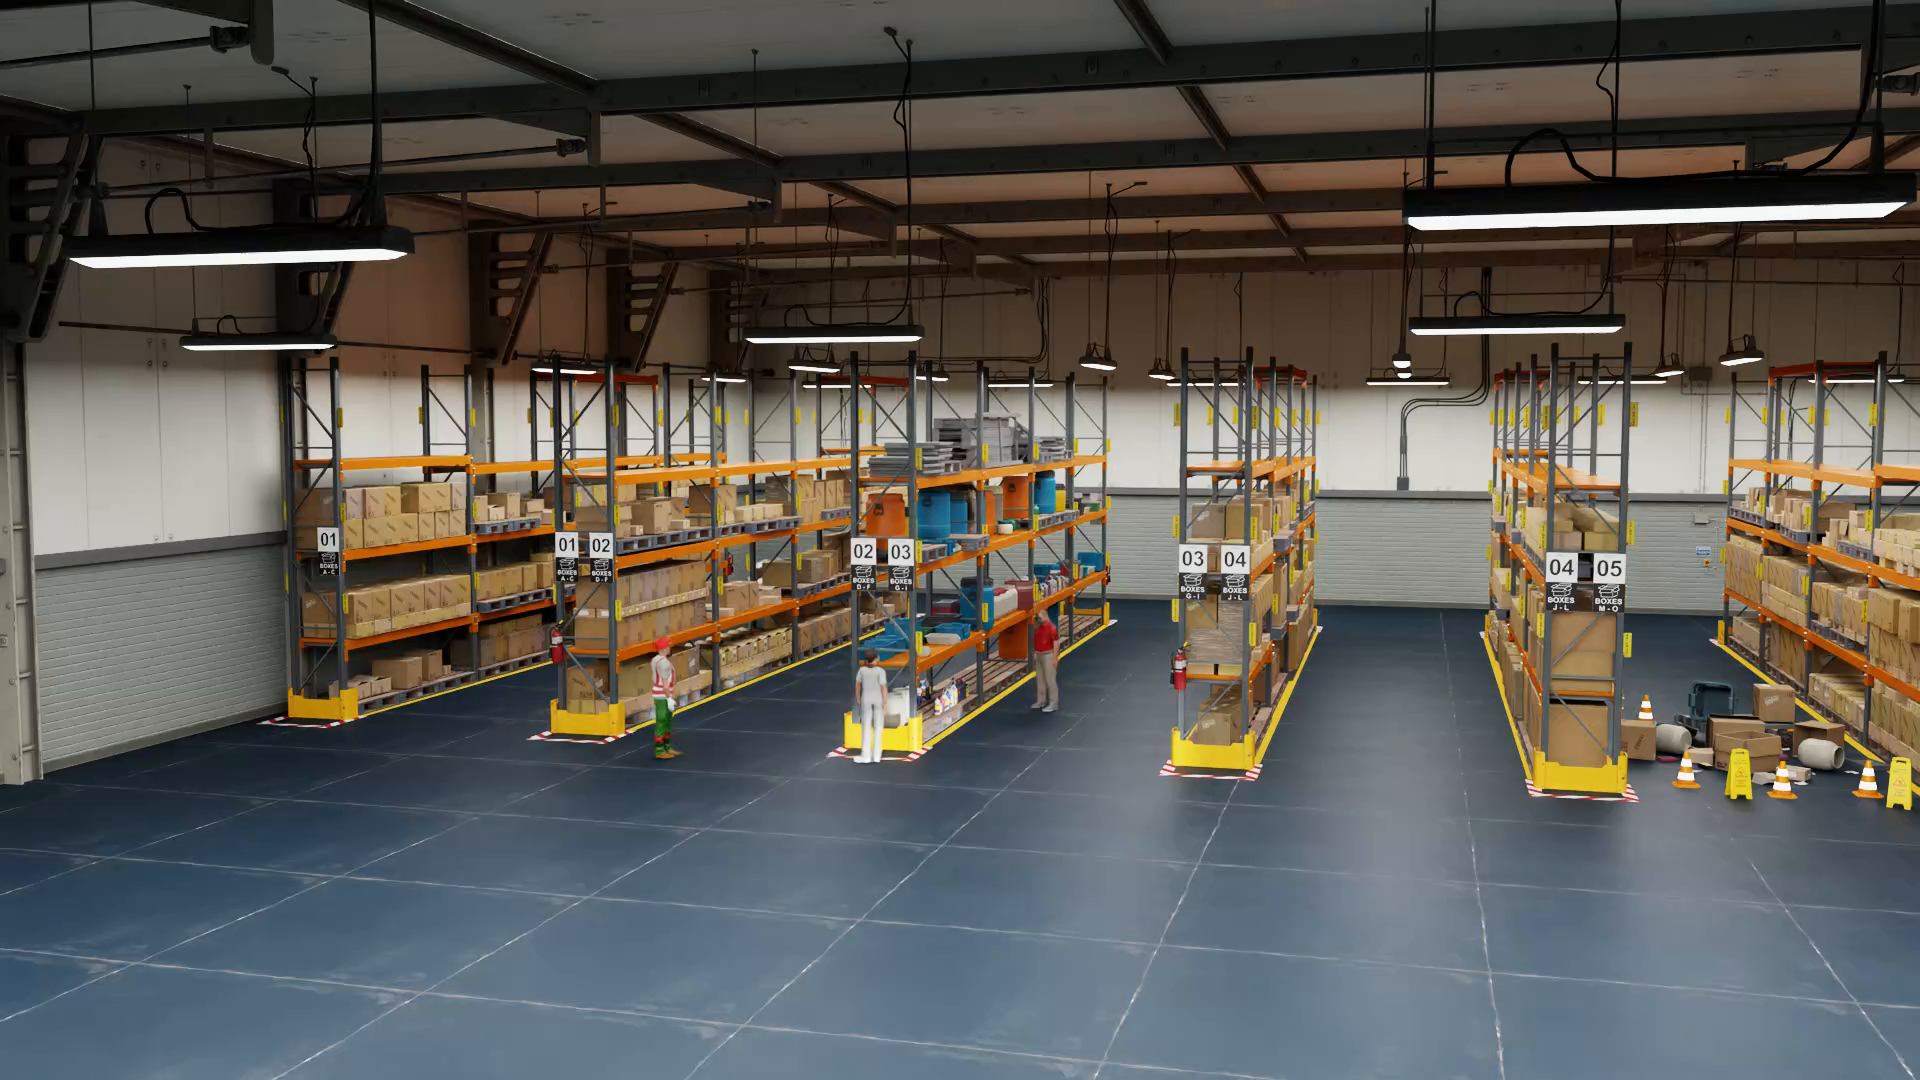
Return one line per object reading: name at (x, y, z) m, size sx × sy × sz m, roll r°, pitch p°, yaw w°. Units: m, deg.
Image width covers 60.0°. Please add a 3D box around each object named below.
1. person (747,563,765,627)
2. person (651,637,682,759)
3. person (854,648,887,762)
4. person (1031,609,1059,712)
person at (-4.534, 1.380, 37.536) m, size 0.713 × 1.718 × 1.058 m, roll 1°, pitch 4°, yaw 14°
person at (-4.326, 2.321, 24.464) m, size 0.441 × 1.799 × 0.620 m, roll 0°, pitch 4°, yaw -6°
person at (-1.286, 2.390, 24.146) m, size 0.508 × 1.688 × 0.507 m, roll 0°, pitch 4°, yaw 5°
person at (1.455, 2.045, 28.469) m, size 0.408 × 1.727 × 0.621 m, roll -2°, pitch 5°, yaw -25°
